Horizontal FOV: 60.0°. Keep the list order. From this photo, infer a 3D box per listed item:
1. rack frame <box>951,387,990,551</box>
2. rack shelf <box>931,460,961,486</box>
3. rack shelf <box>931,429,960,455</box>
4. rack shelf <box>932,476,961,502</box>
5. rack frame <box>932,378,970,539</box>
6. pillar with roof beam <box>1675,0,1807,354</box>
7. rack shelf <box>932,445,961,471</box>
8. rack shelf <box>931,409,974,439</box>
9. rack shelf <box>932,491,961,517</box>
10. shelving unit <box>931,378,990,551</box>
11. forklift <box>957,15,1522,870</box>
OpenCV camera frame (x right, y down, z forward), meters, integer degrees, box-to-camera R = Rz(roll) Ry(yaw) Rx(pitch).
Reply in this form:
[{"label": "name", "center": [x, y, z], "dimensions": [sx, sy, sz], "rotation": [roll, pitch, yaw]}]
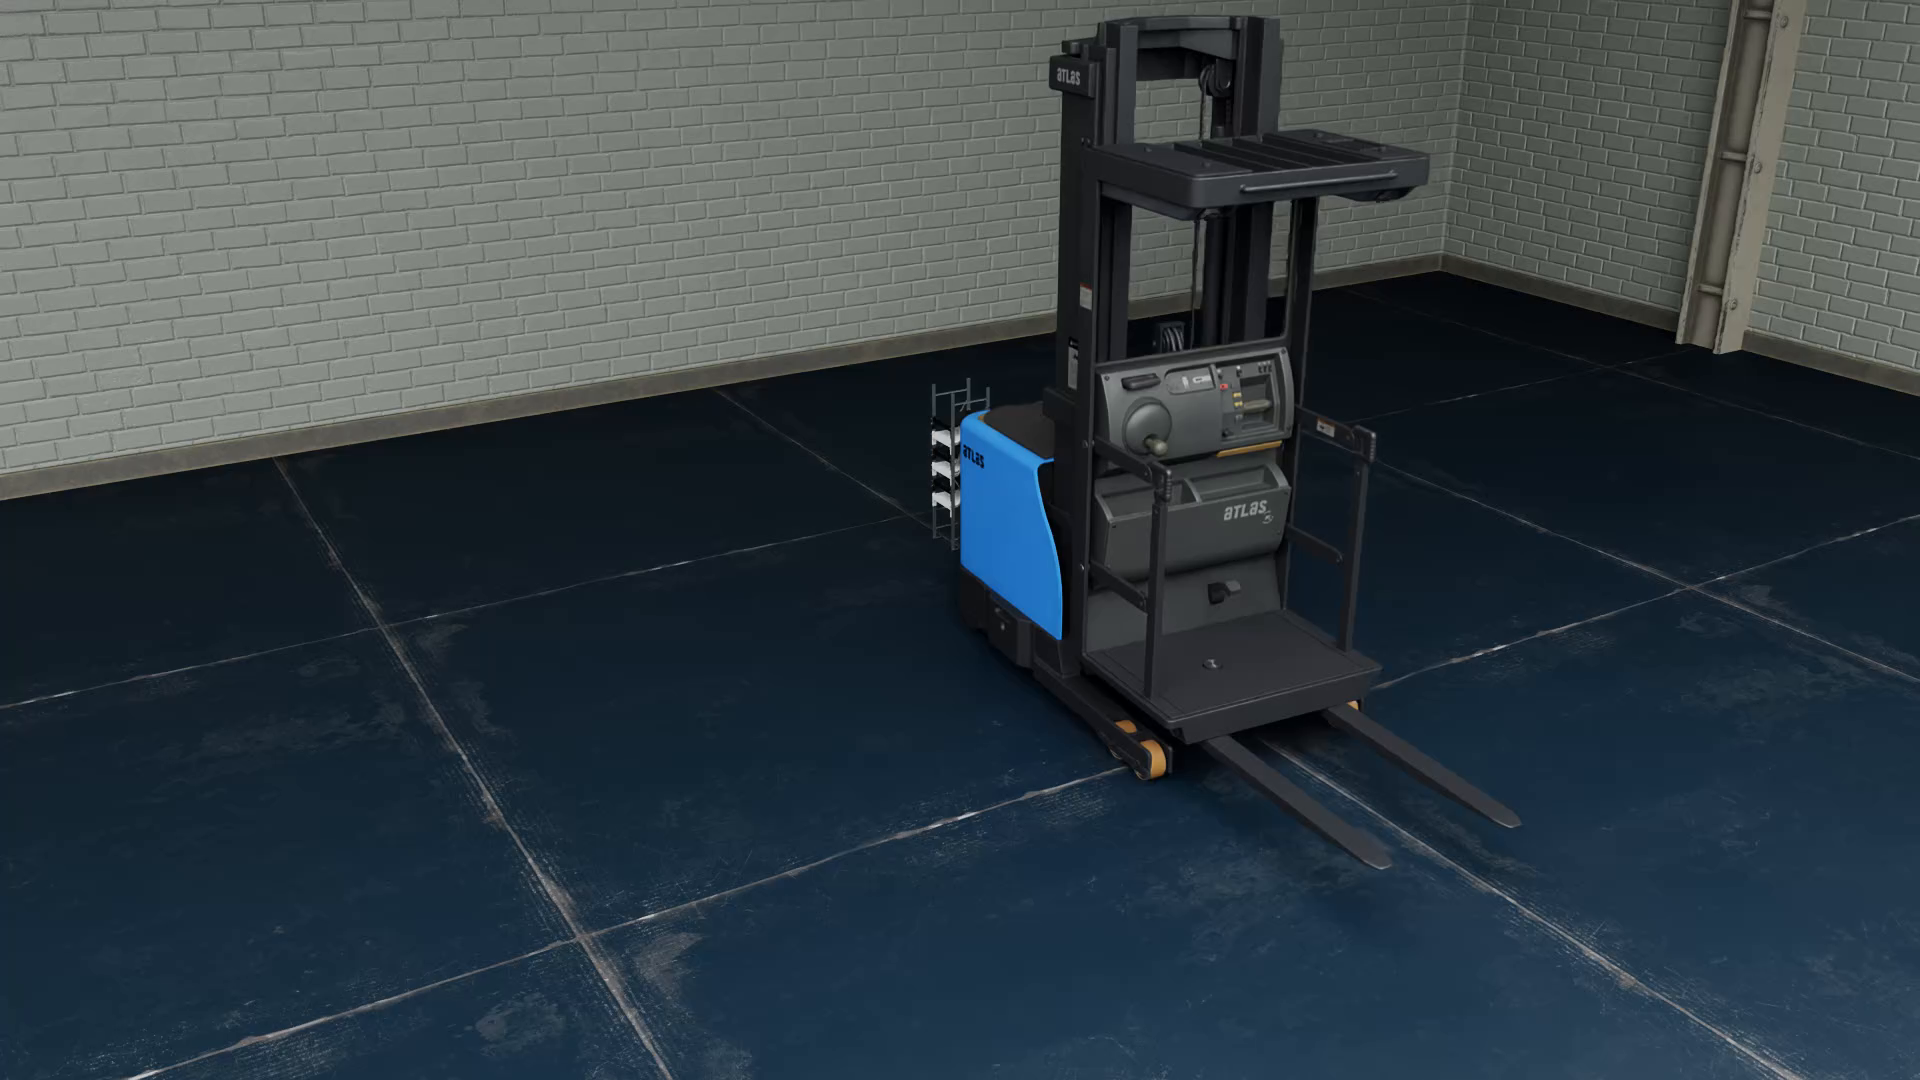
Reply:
[{"label": "rack frame", "center": [0.056, -0.381, 9.055], "dimensions": [0.240, 0.900, 0.006], "rotation": [-13, 25, -28]}, {"label": "rack shelf", "center": [0.004, -0.383, 9.148], "dimensions": [0.258, 0.077, 0.200], "rotation": [-13, 25, -28]}, {"label": "rack shelf", "center": [0.004, -0.550, 9.080], "dimensions": [0.258, 0.077, 0.200], "rotation": [-13, 25, -28]}, {"label": "rack shelf", "center": [0.004, -0.300, 9.182], "dimensions": [0.258, 0.077, 0.200], "rotation": [-13, 25, -28]}, {"label": "rack frame", "center": [-0.048, -0.447, 9.217], "dimensions": [0.240, 0.900, 0.006], "rotation": [-13, 25, -28]}, {"label": "pillar with roof beam", "center": [2.183, -4.867, 9.335], "dimensions": [9.100, 9.000, 0.400], "rotation": [-13, 25, -28]}, {"label": "rack shelf", "center": [0.004, -0.467, 9.114], "dimensions": [0.258, 0.077, 0.200], "rotation": [-13, 25, -28]}, {"label": "rack shelf", "center": [0.004, -0.633, 9.046], "dimensions": [0.258, 0.077, 0.200], "rotation": [-13, 25, -28]}, {"label": "rack shelf", "center": [0.004, -0.217, 9.216], "dimensions": [0.258, 0.077, 0.200], "rotation": [-13, 25, -28]}, {"label": "shelving unit", "center": [0.004, -0.414, 9.136], "dimensions": [0.258, 0.900, 0.210], "rotation": [-13, 25, -28]}, {"label": "forklift", "center": [1.099, -0.556, 6.786], "dimensions": [1.130, 2.935, 3.031], "rotation": [-11, 24, -25]}]
